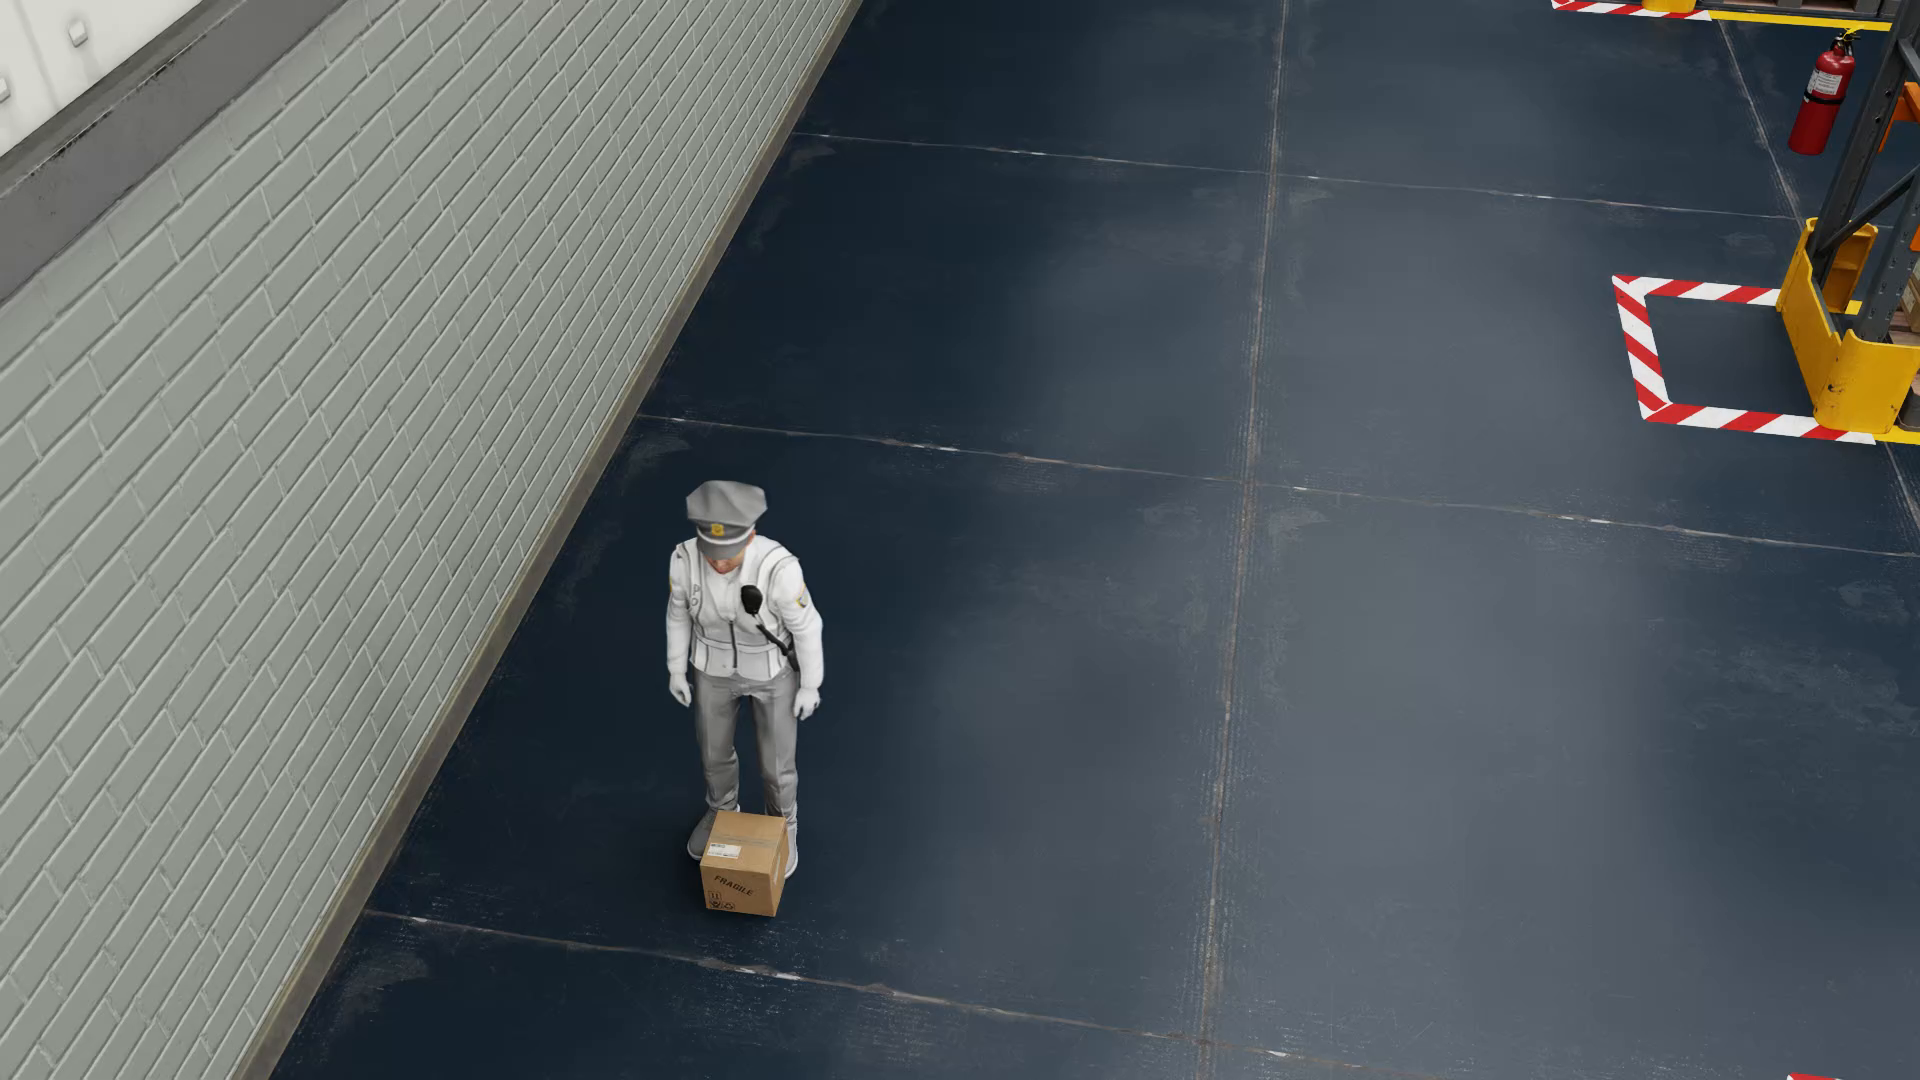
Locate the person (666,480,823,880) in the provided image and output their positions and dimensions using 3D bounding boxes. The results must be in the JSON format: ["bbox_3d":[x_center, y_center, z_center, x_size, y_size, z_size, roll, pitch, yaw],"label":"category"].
[{"bbox_3d":[-0.726,0.470,5.610,0.536,1.663,0.405,6,41,7],"label":"person"}]
